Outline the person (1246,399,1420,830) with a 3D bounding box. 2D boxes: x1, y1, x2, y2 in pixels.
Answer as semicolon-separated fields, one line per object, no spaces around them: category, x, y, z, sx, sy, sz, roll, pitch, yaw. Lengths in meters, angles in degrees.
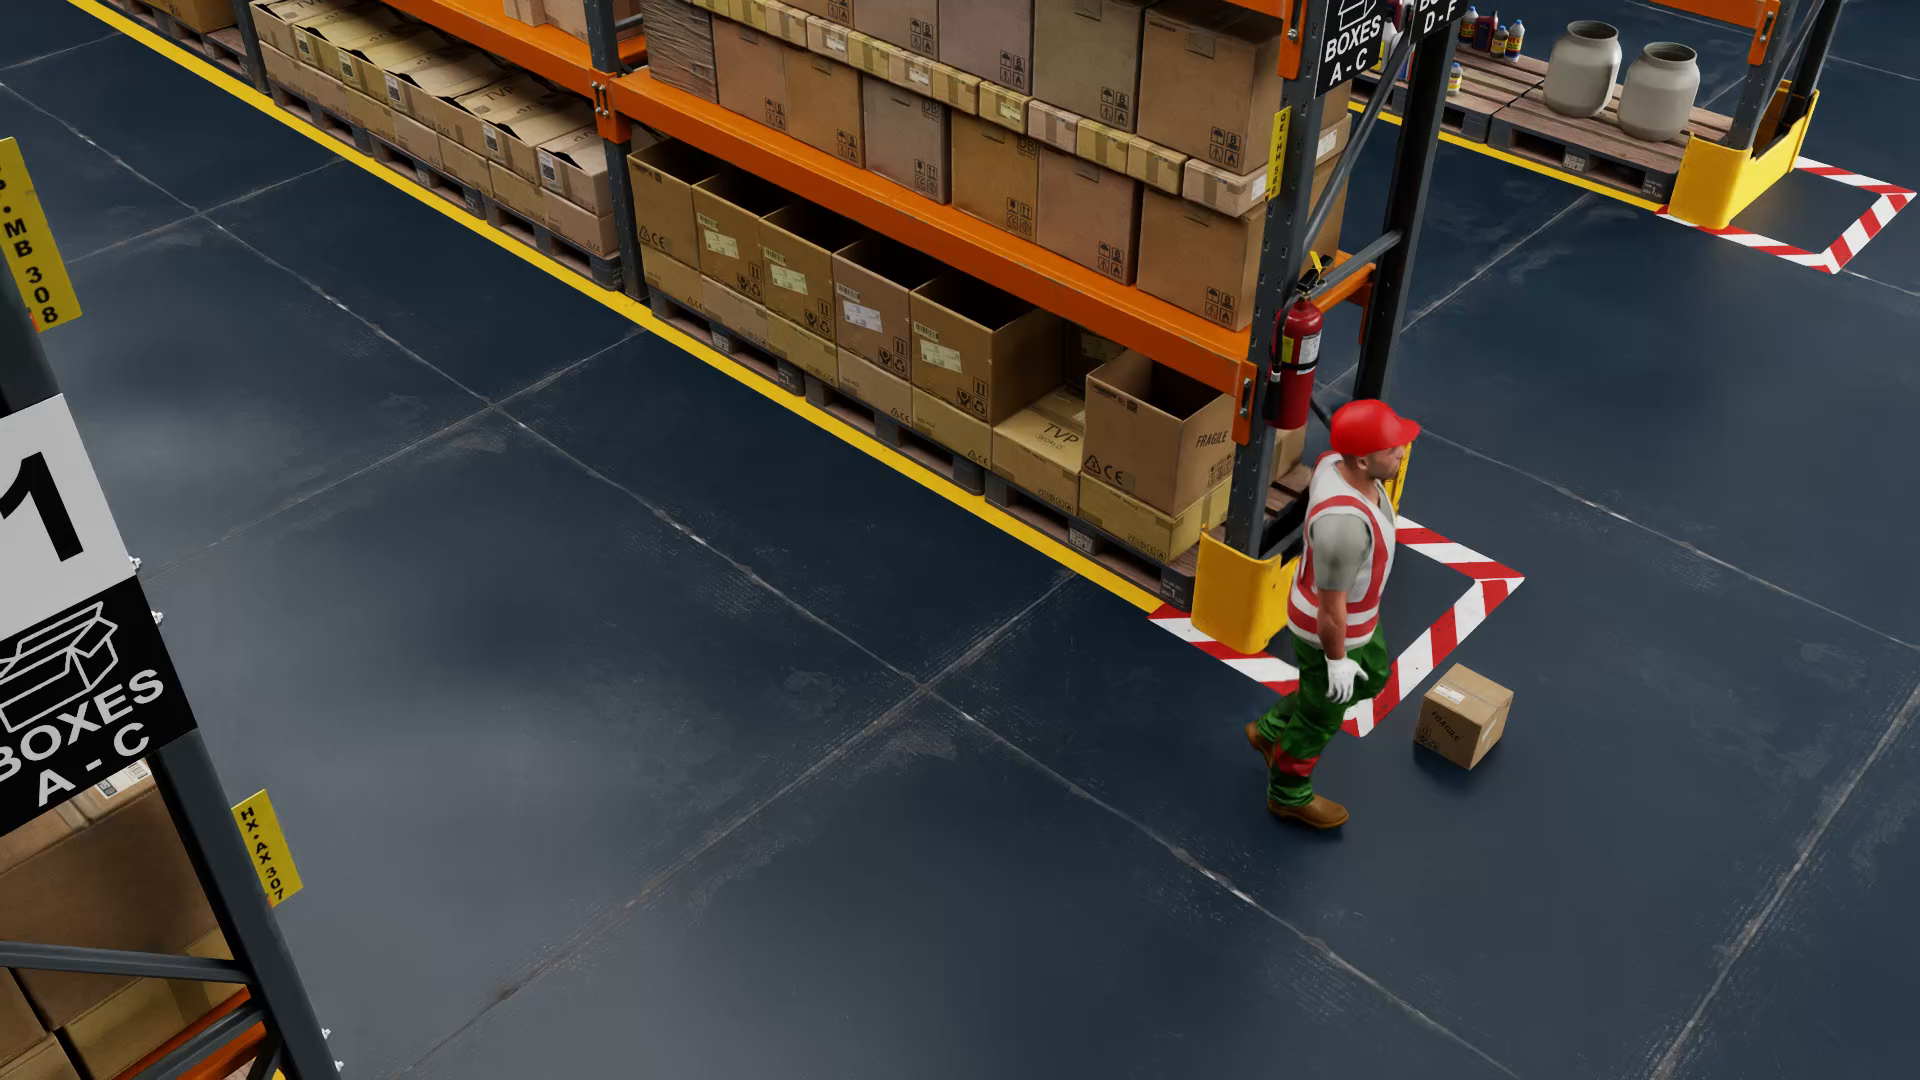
person;1.291;0.273;5.757;0.479;1.786;0.568;10;40;12
